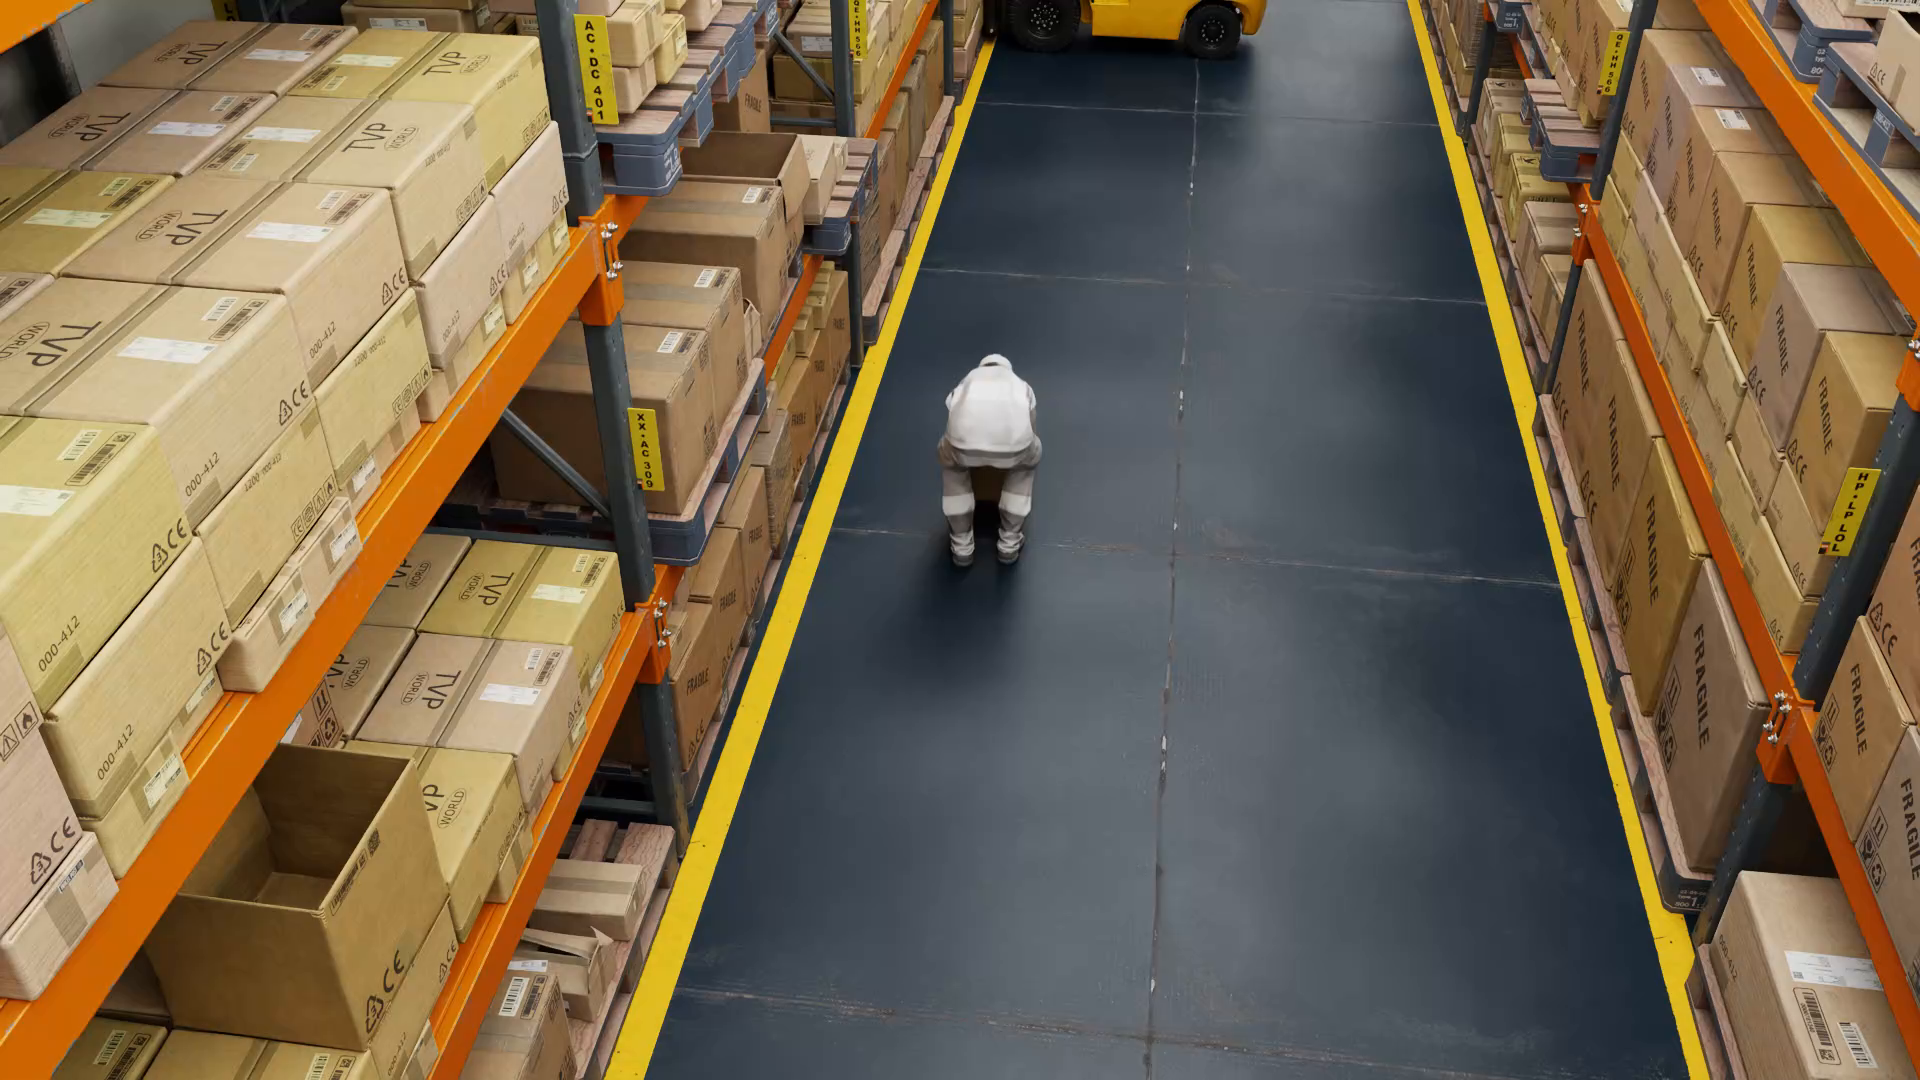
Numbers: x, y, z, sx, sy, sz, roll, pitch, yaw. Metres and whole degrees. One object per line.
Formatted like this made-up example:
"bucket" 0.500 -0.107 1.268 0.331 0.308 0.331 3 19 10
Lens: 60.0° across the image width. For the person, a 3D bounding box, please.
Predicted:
"person" 0.147 -0.445 8.298 0.522 1.010 0.952 2 36 3
